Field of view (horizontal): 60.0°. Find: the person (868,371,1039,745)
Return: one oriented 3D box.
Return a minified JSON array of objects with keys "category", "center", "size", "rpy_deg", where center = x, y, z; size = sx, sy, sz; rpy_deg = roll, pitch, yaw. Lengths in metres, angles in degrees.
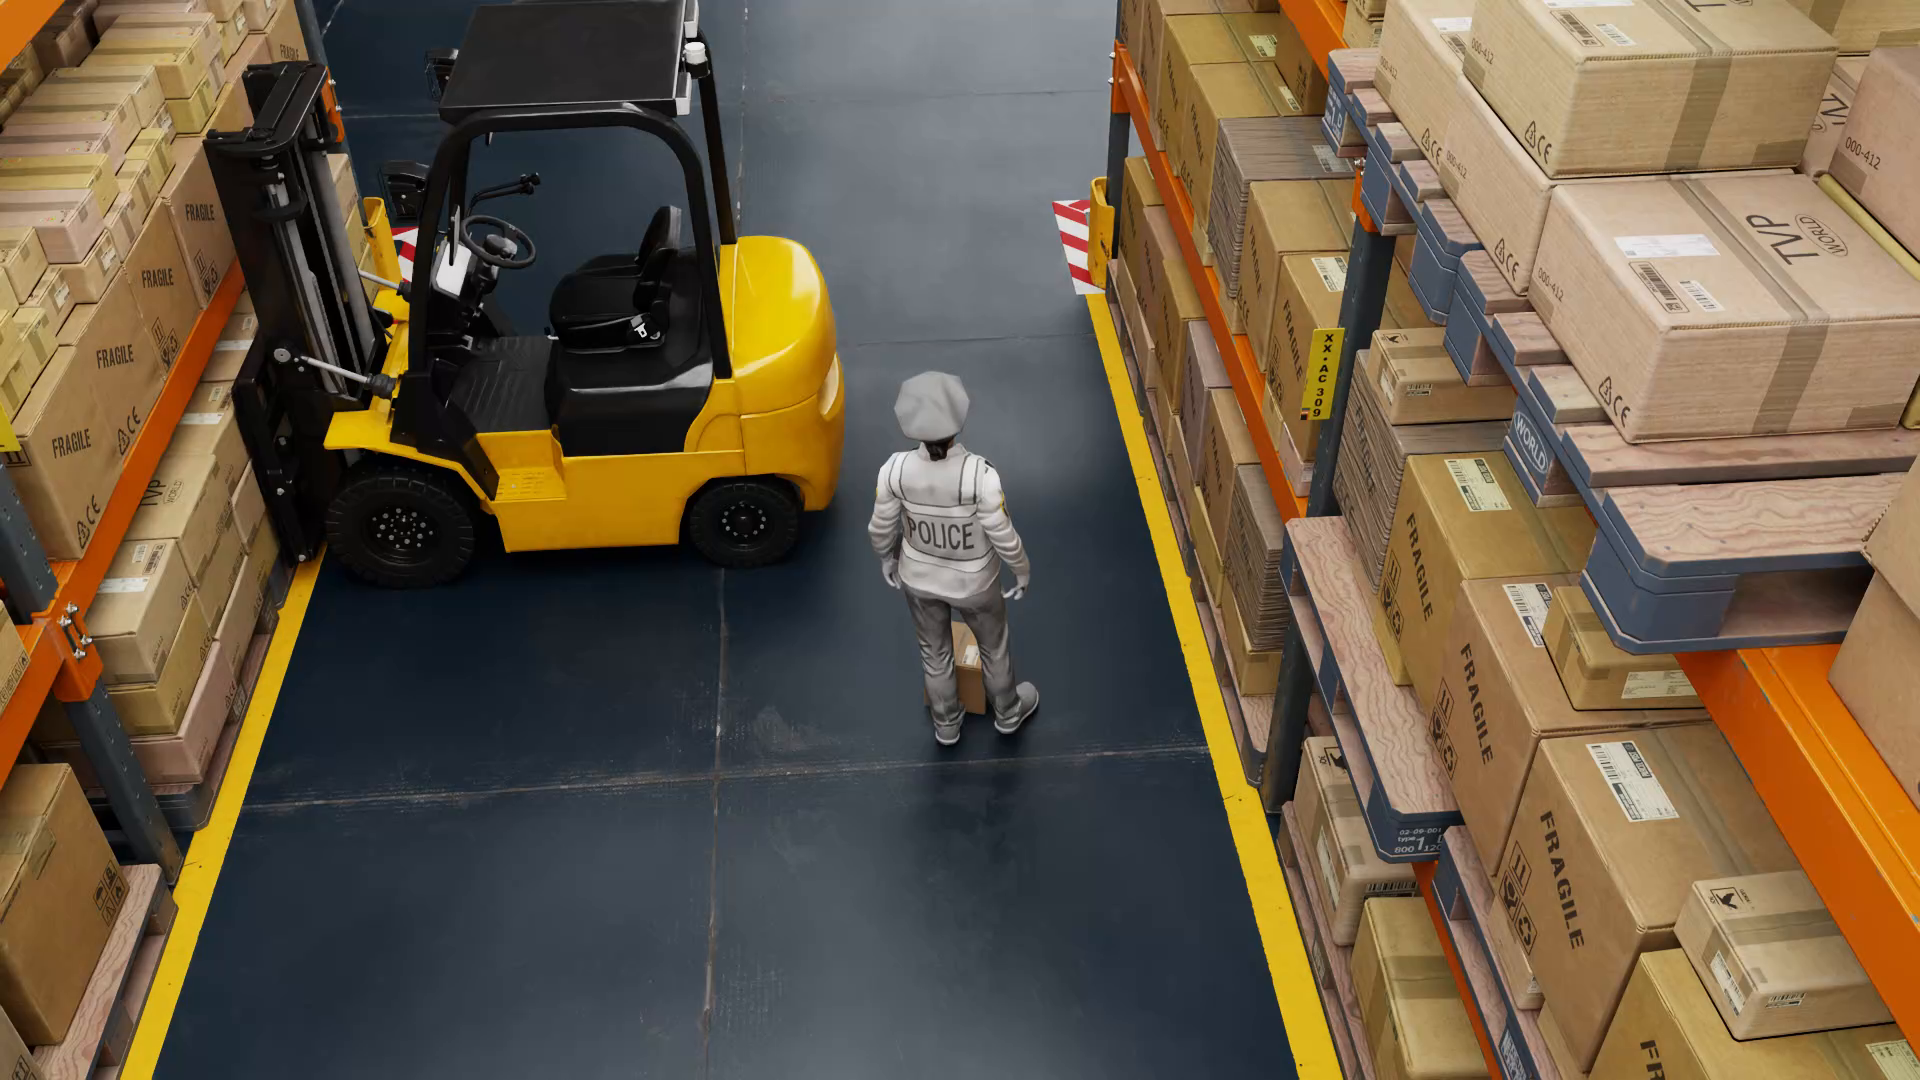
[{"category":"person","center":[-0.017,0.074,6.025],"size":[0.586,1.694,0.530],"rpy_deg":[9,40,11]}]
